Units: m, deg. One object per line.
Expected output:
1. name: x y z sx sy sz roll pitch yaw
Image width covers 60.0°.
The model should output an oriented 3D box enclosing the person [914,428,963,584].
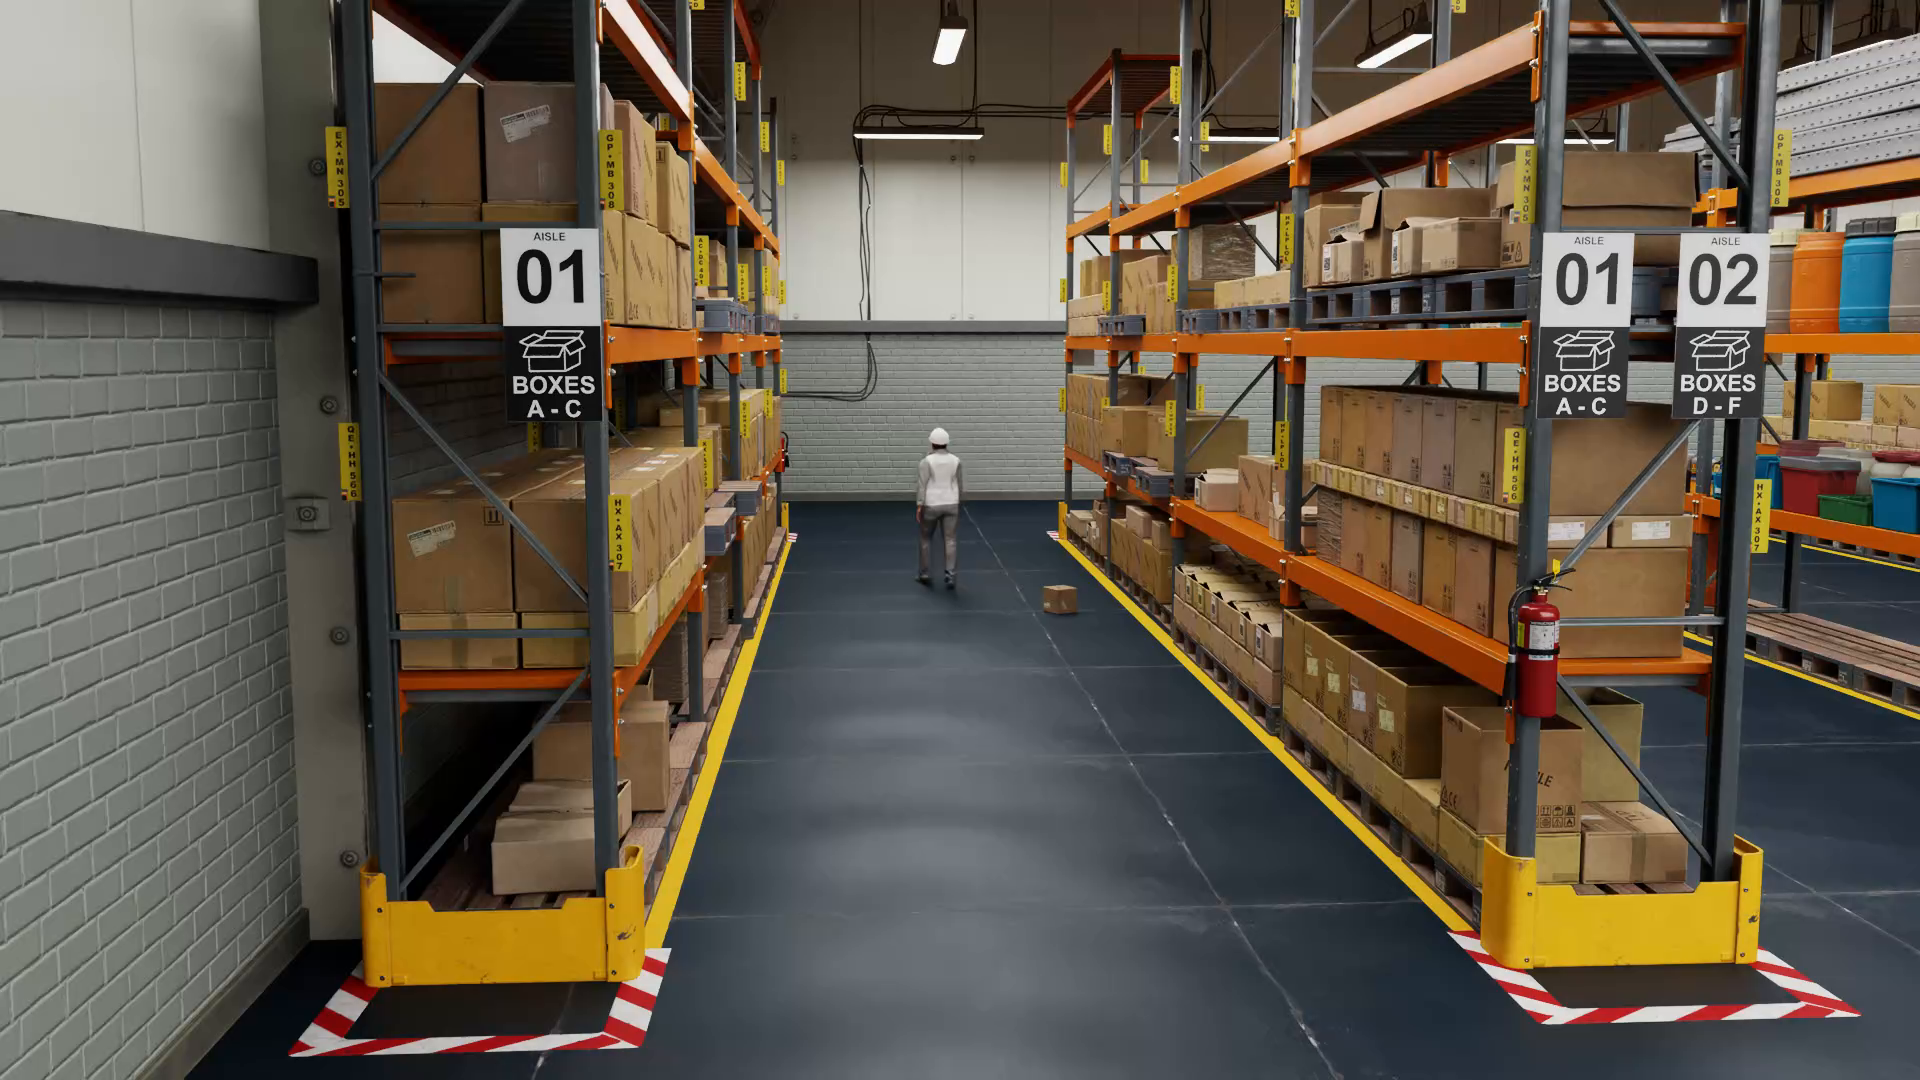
1. person: -0.253 -0.374 18.820 0.590 1.785 0.840 -2 7 -17
